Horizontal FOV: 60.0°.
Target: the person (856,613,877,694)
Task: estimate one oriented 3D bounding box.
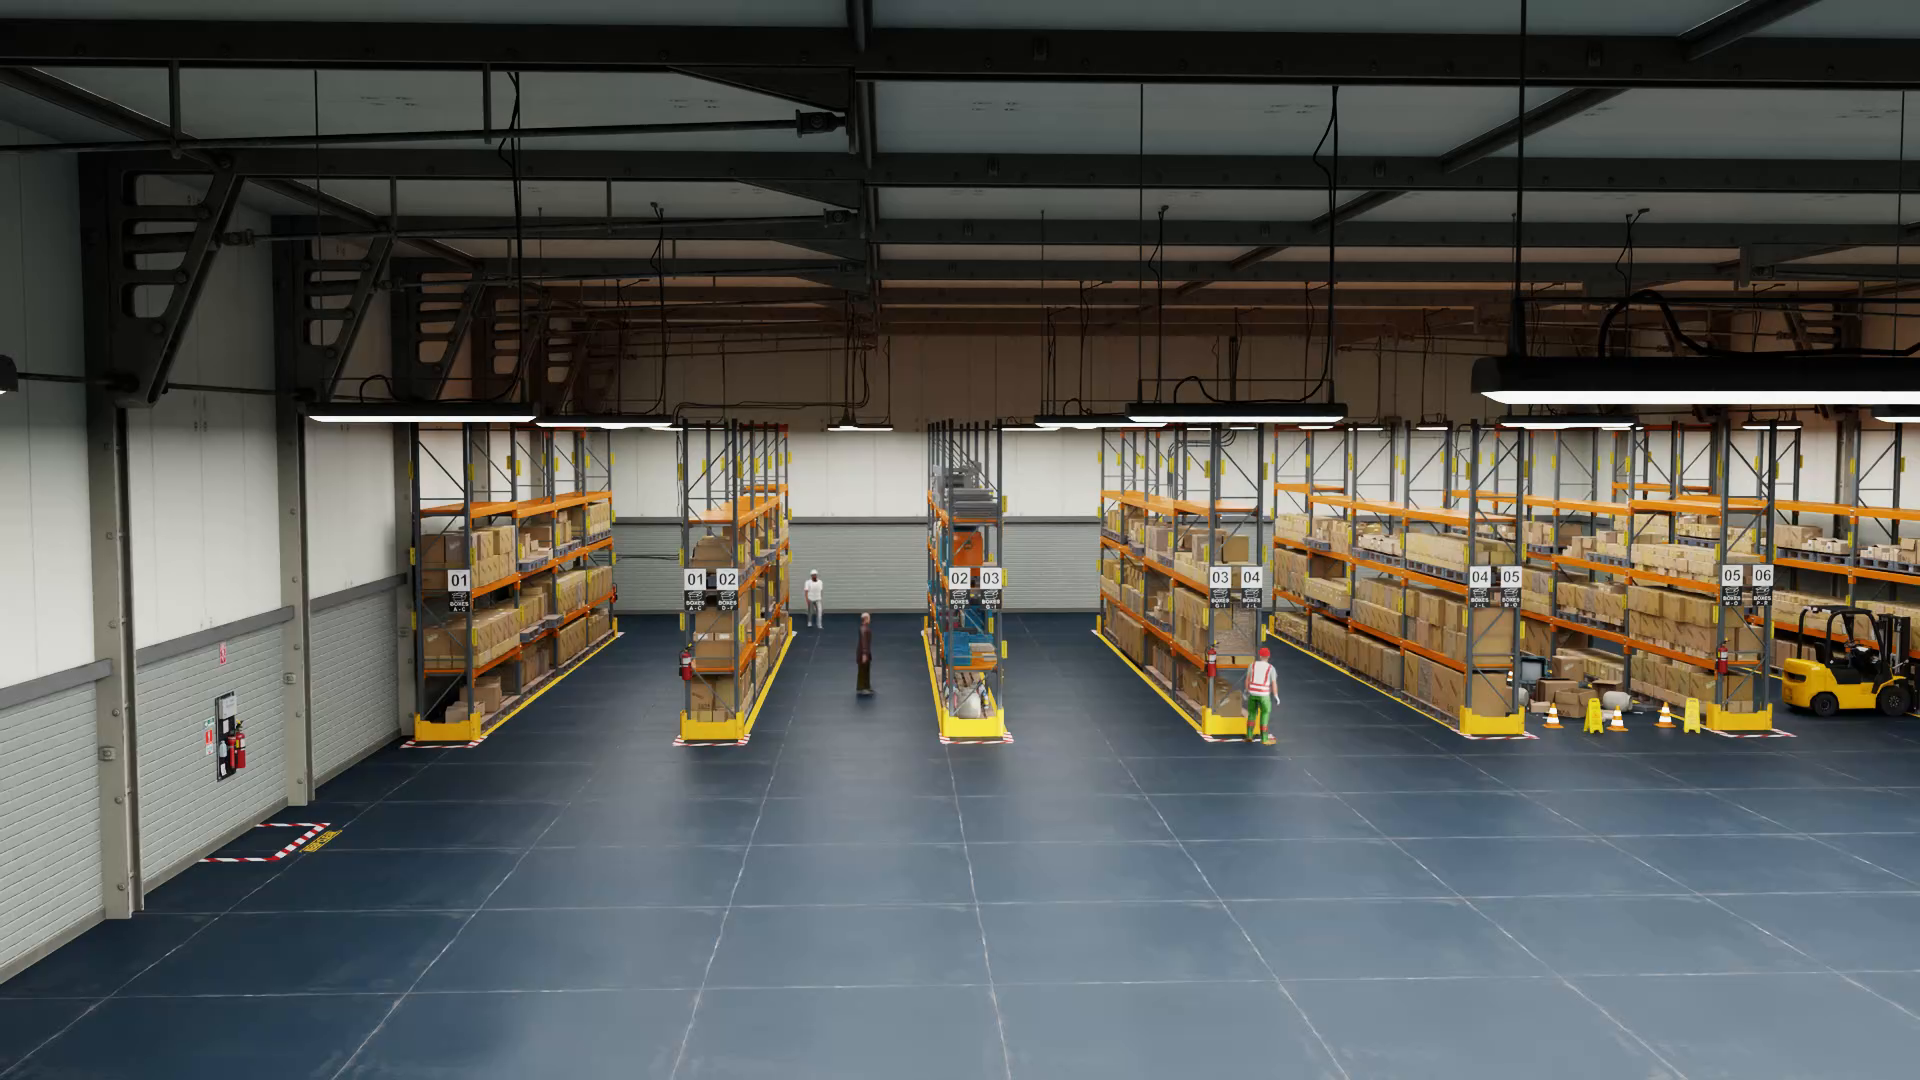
[{"bbox_3d":[-2.060,2.493,36.512,0.456,1.795,0.616,0,4,0],"label":"person"}]

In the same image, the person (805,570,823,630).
[{"bbox_3d":[-4.256,1.745,48.659,0.579,1.729,0.986,-1,4,-19],"label":"person"}]

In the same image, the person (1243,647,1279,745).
[{"bbox_3d":[5.534,2.884,30.670,0.676,1.830,0.402,3,5,42],"label":"person"}]
